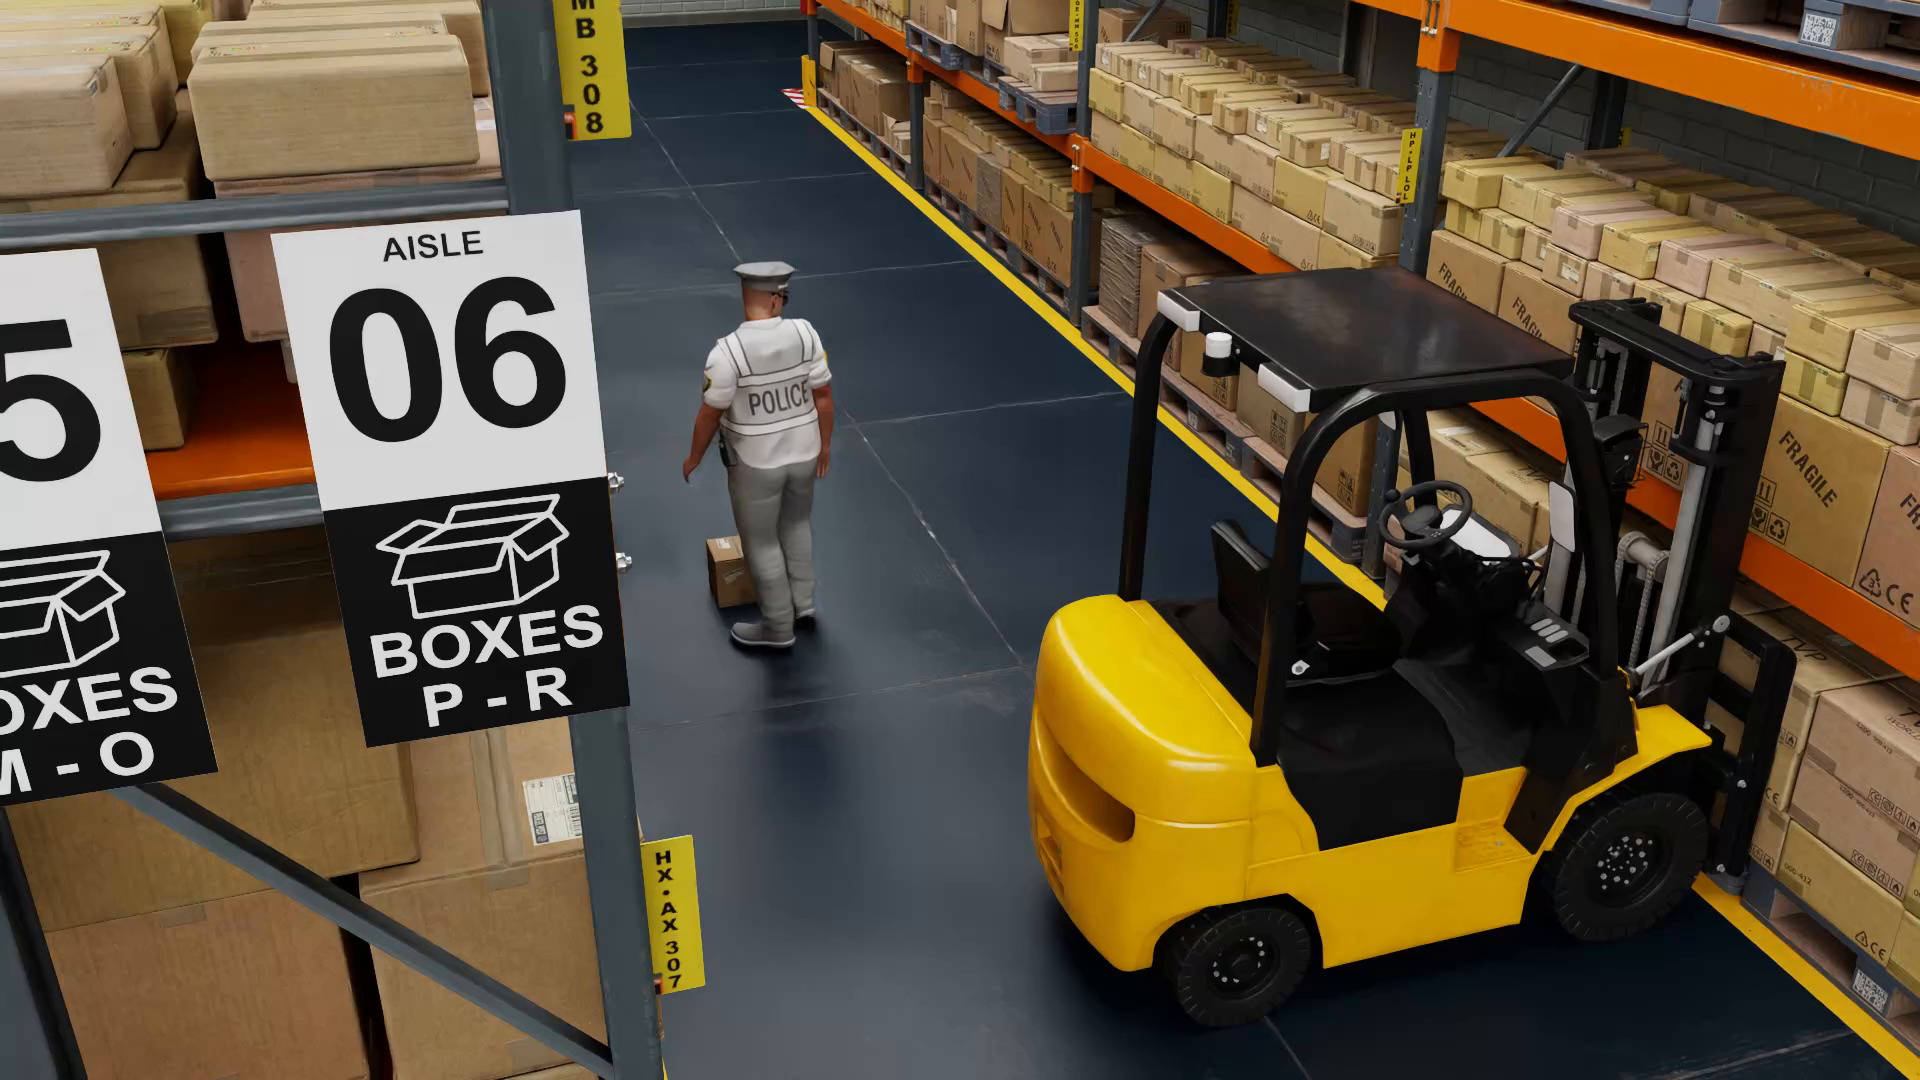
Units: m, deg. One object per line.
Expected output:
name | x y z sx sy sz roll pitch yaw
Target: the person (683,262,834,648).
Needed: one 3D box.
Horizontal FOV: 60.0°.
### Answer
person | -0.873 -0.330 7.325 0.594 1.825 0.486 -21 33 -36
